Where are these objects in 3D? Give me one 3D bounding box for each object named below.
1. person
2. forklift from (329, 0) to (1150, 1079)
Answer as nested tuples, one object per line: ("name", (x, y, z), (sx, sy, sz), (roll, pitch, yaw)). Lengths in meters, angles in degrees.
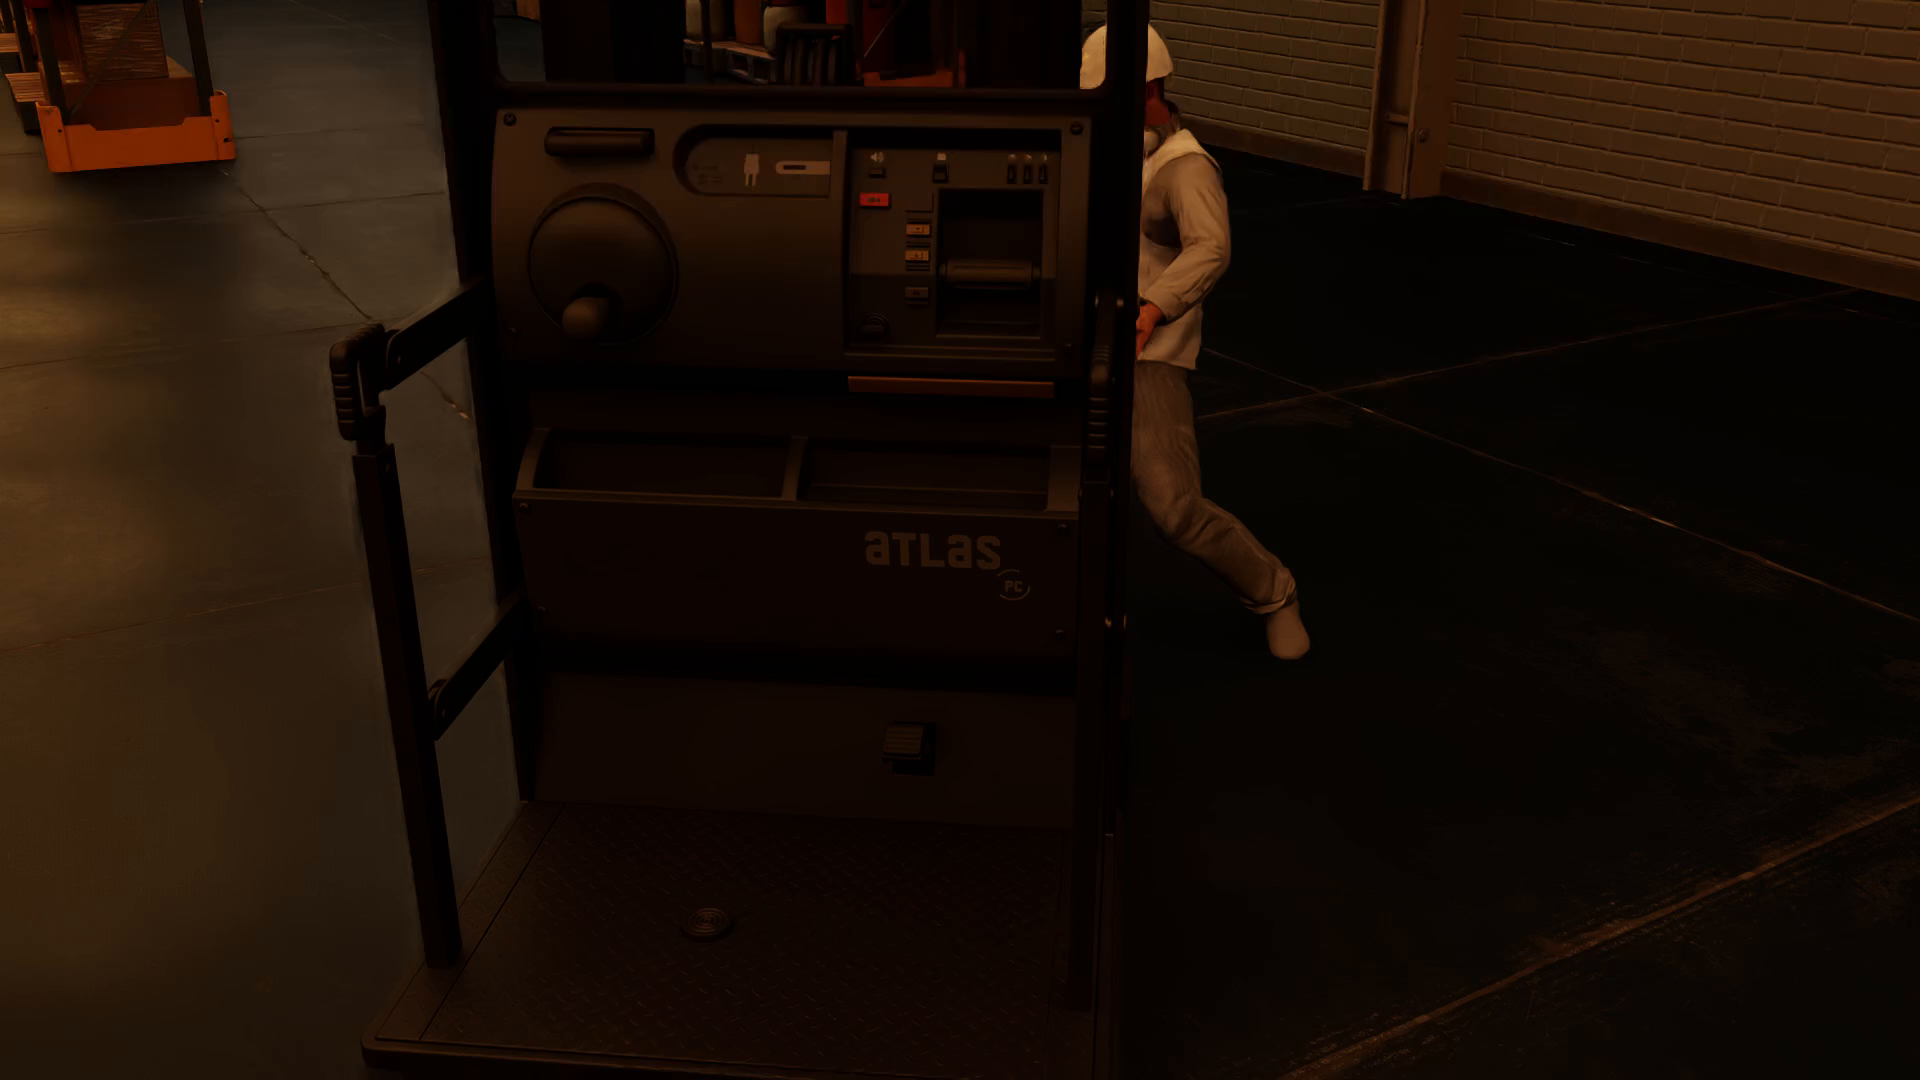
("person", (0.363, -0.525, 4.370), (0.952, 1.619, 1.052), (-11, 25, -25))
("forklift", (-0.286, -0.450, 2.371), (1.130, 2.935, 3.031), (2, 22, 6))
